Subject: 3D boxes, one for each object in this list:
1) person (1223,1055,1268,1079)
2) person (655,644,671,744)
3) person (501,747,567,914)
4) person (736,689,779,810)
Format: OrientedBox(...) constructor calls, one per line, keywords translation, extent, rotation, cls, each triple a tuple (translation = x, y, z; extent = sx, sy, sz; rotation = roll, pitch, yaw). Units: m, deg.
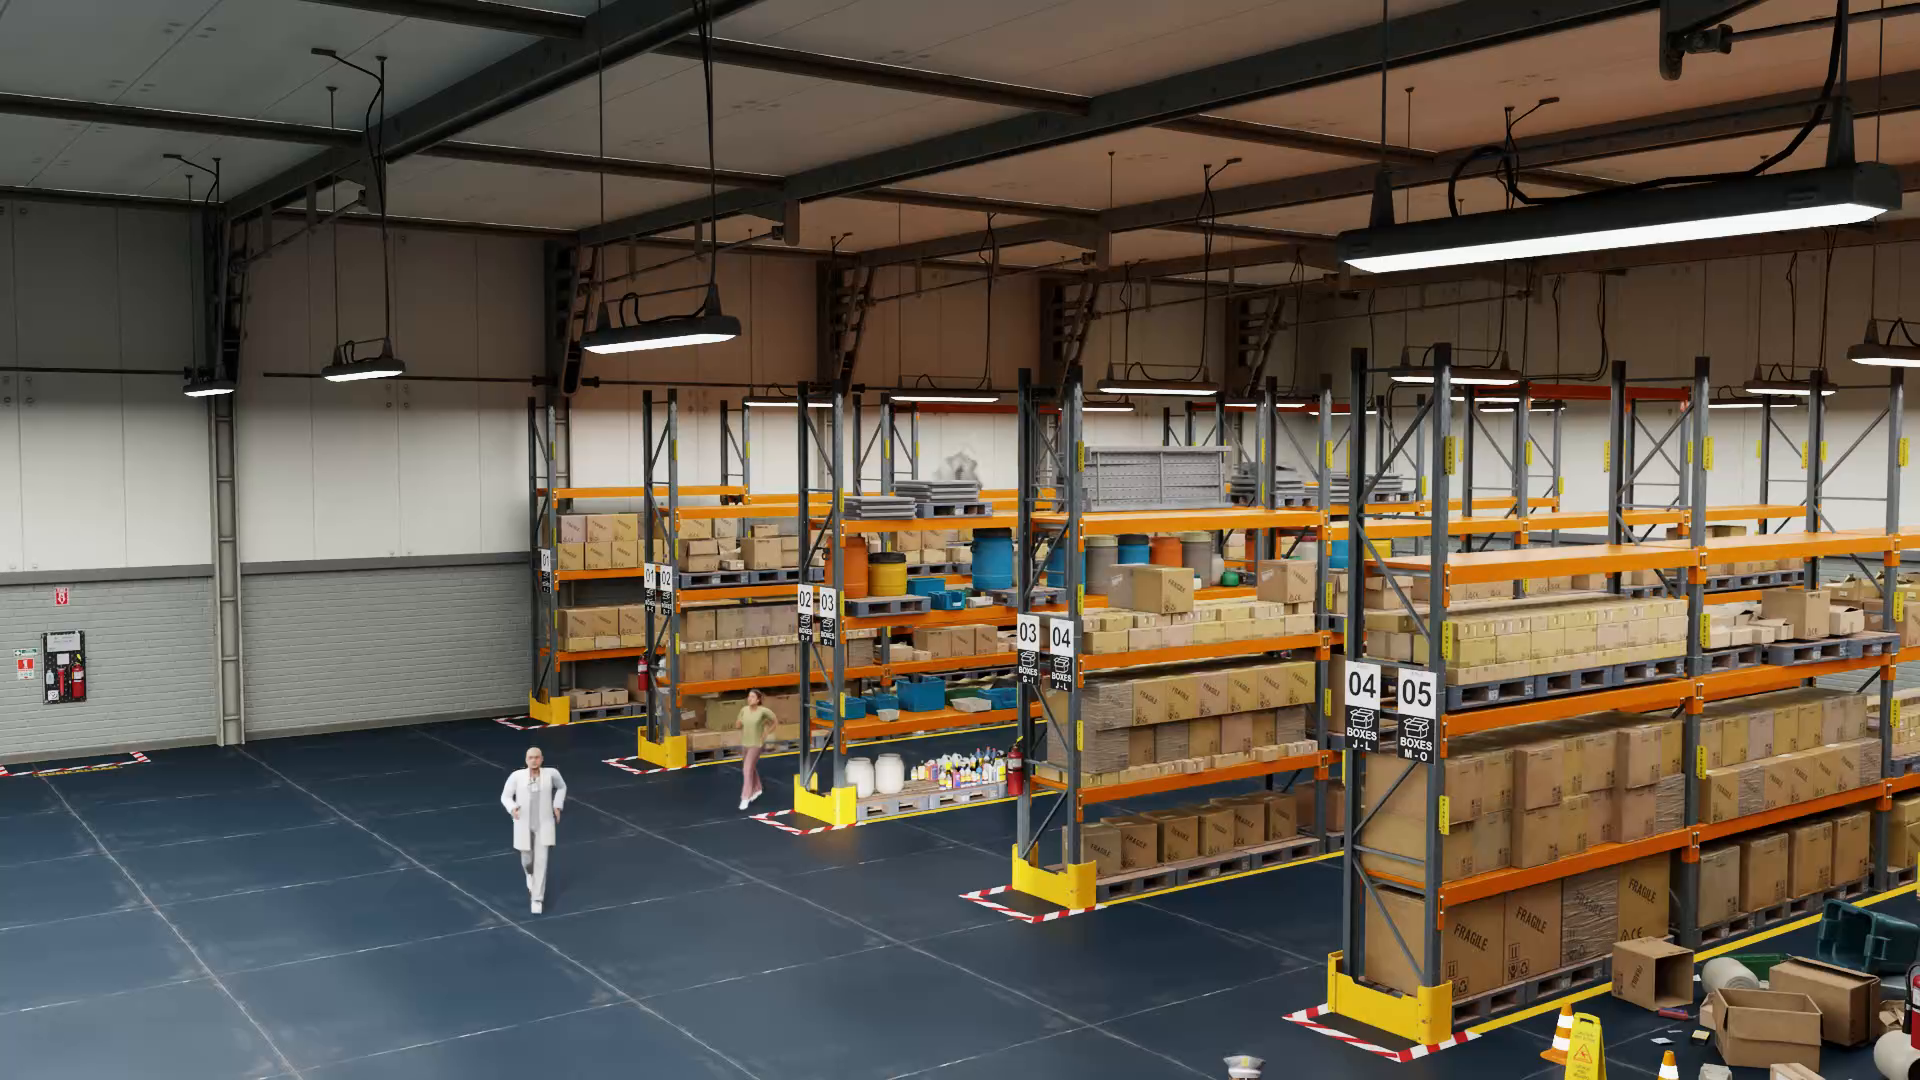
OrientedBox(translation=(1.595, 3.754, 9.441), extent=(0.555, 1.743, 0.803), rotation=(0, 3, 6), cls="person")
OrientedBox(translation=(-5.007, 2.607, 28.539), extent=(0.663, 1.732, 0.832), rotation=(3, 4, 38), cls="person")
OrientedBox(translation=(-4.742, 3.281, 18.539), extent=(0.709, 1.573, 1.018), rotation=(-1, 3, -13), cls="person")
OrientedBox(translation=(-2.904, 2.955, 23.560), extent=(0.580, 1.712, 0.709), rotation=(2, 4, 28), cls="person")
